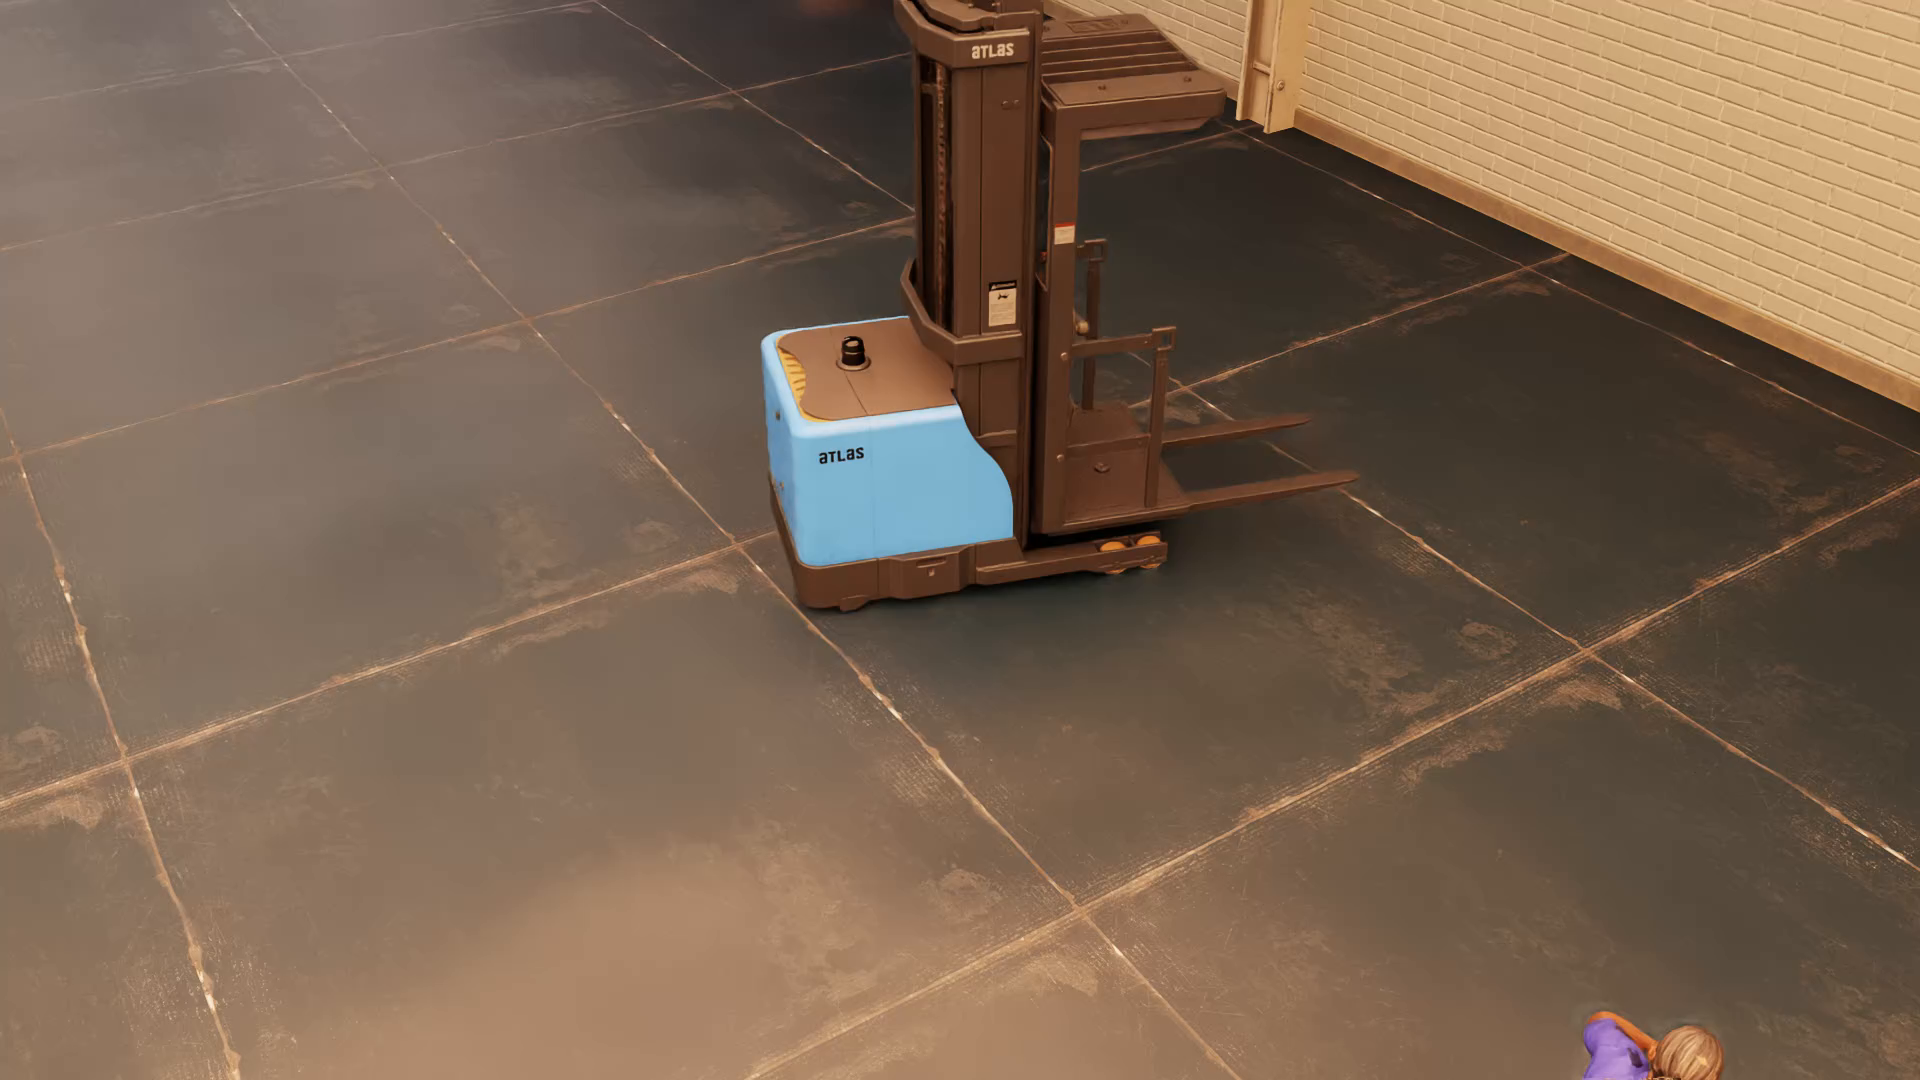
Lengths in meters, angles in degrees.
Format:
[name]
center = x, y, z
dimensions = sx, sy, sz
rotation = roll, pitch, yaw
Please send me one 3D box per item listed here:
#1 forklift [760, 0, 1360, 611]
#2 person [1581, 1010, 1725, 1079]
[forklift]
center = 0.566, -1.310, 8.012
dimensions = 3.031, 2.935, 1.130
rotation = -9, 36, -12
[person]
center = 1.782, 1.944, 4.722
dimensions = 0.532, 1.600, 1.030
rotation = 11, 37, 16
